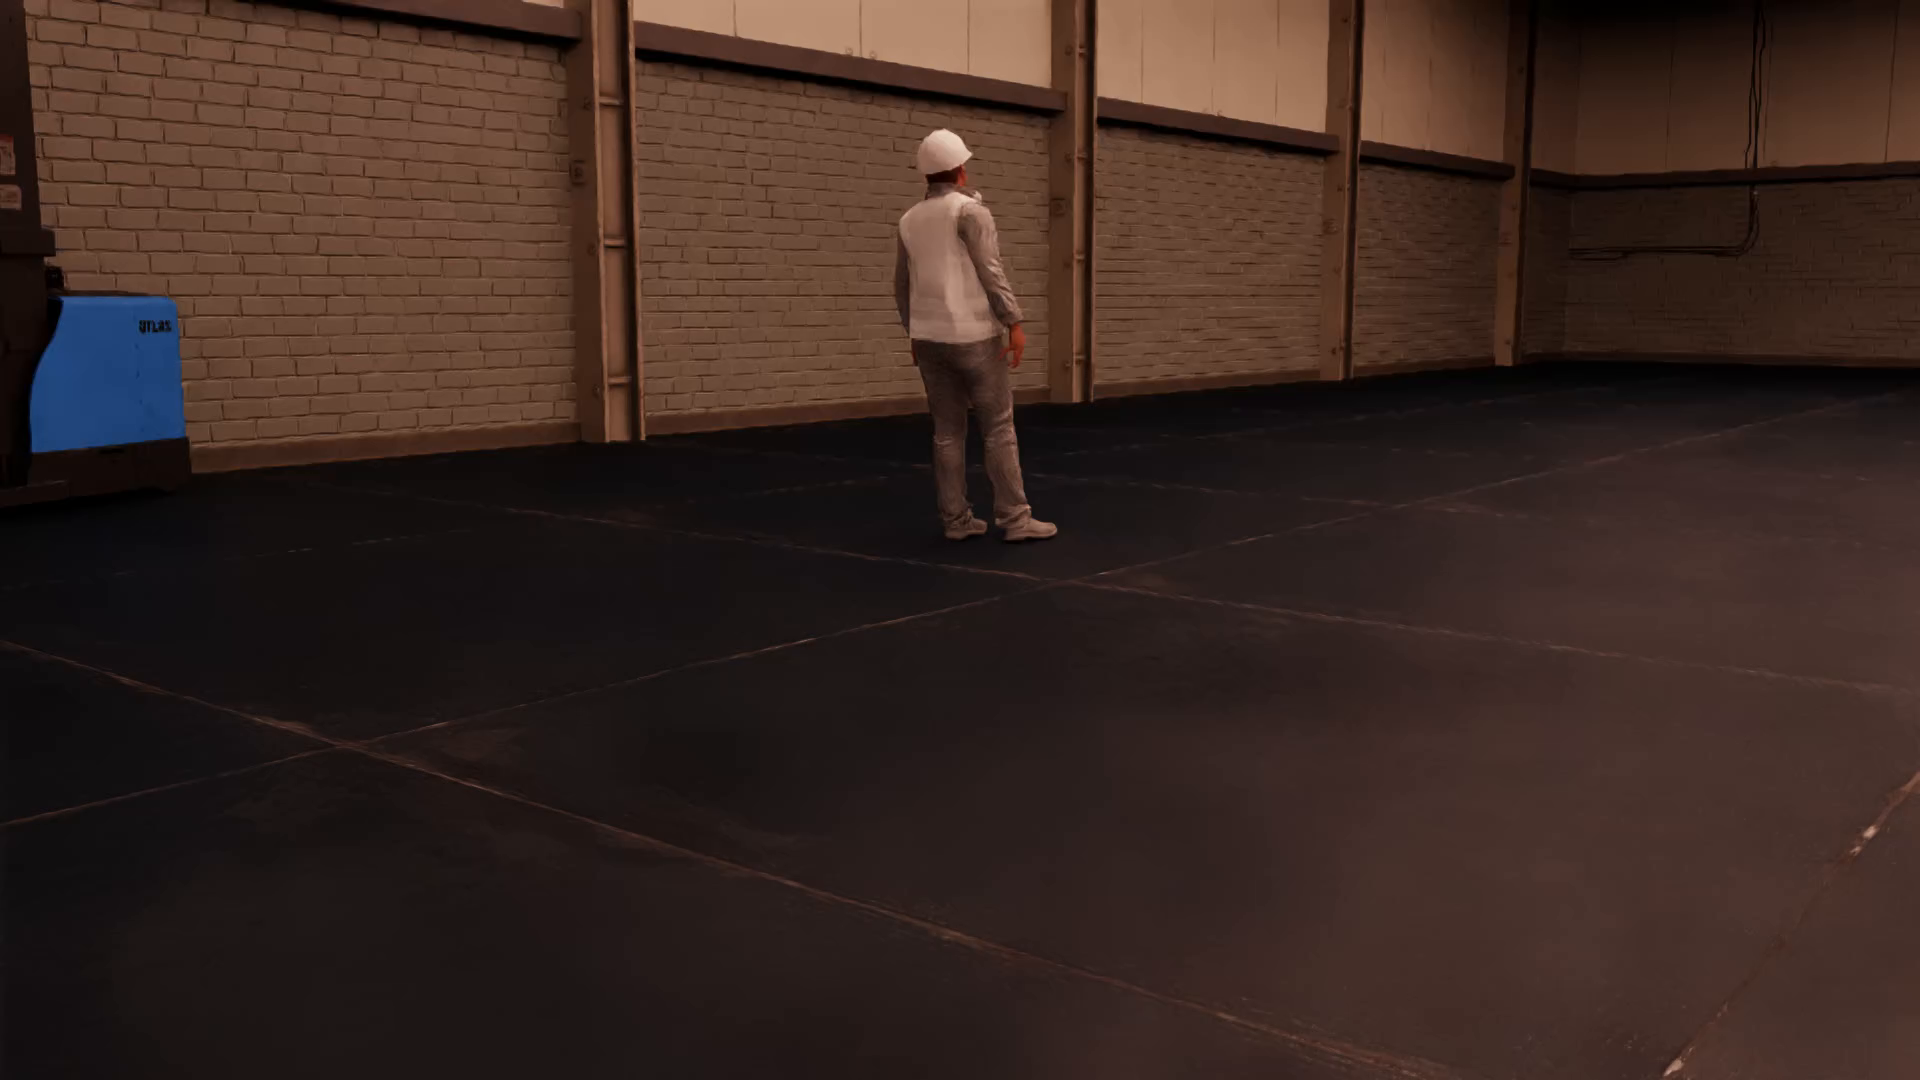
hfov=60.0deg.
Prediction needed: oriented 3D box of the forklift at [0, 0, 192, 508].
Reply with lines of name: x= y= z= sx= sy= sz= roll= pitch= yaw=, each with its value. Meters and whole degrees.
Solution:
forklift: x=-5.185 y=-1.530 z=7.741 sx=1.130 sy=2.935 sz=3.031 roll=3 pitch=9 yaw=19

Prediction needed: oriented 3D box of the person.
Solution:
person: x=0.045 y=-0.891 z=7.319 sx=0.632 sy=1.773 sz=0.567 roll=7 pitch=11 yaw=38
